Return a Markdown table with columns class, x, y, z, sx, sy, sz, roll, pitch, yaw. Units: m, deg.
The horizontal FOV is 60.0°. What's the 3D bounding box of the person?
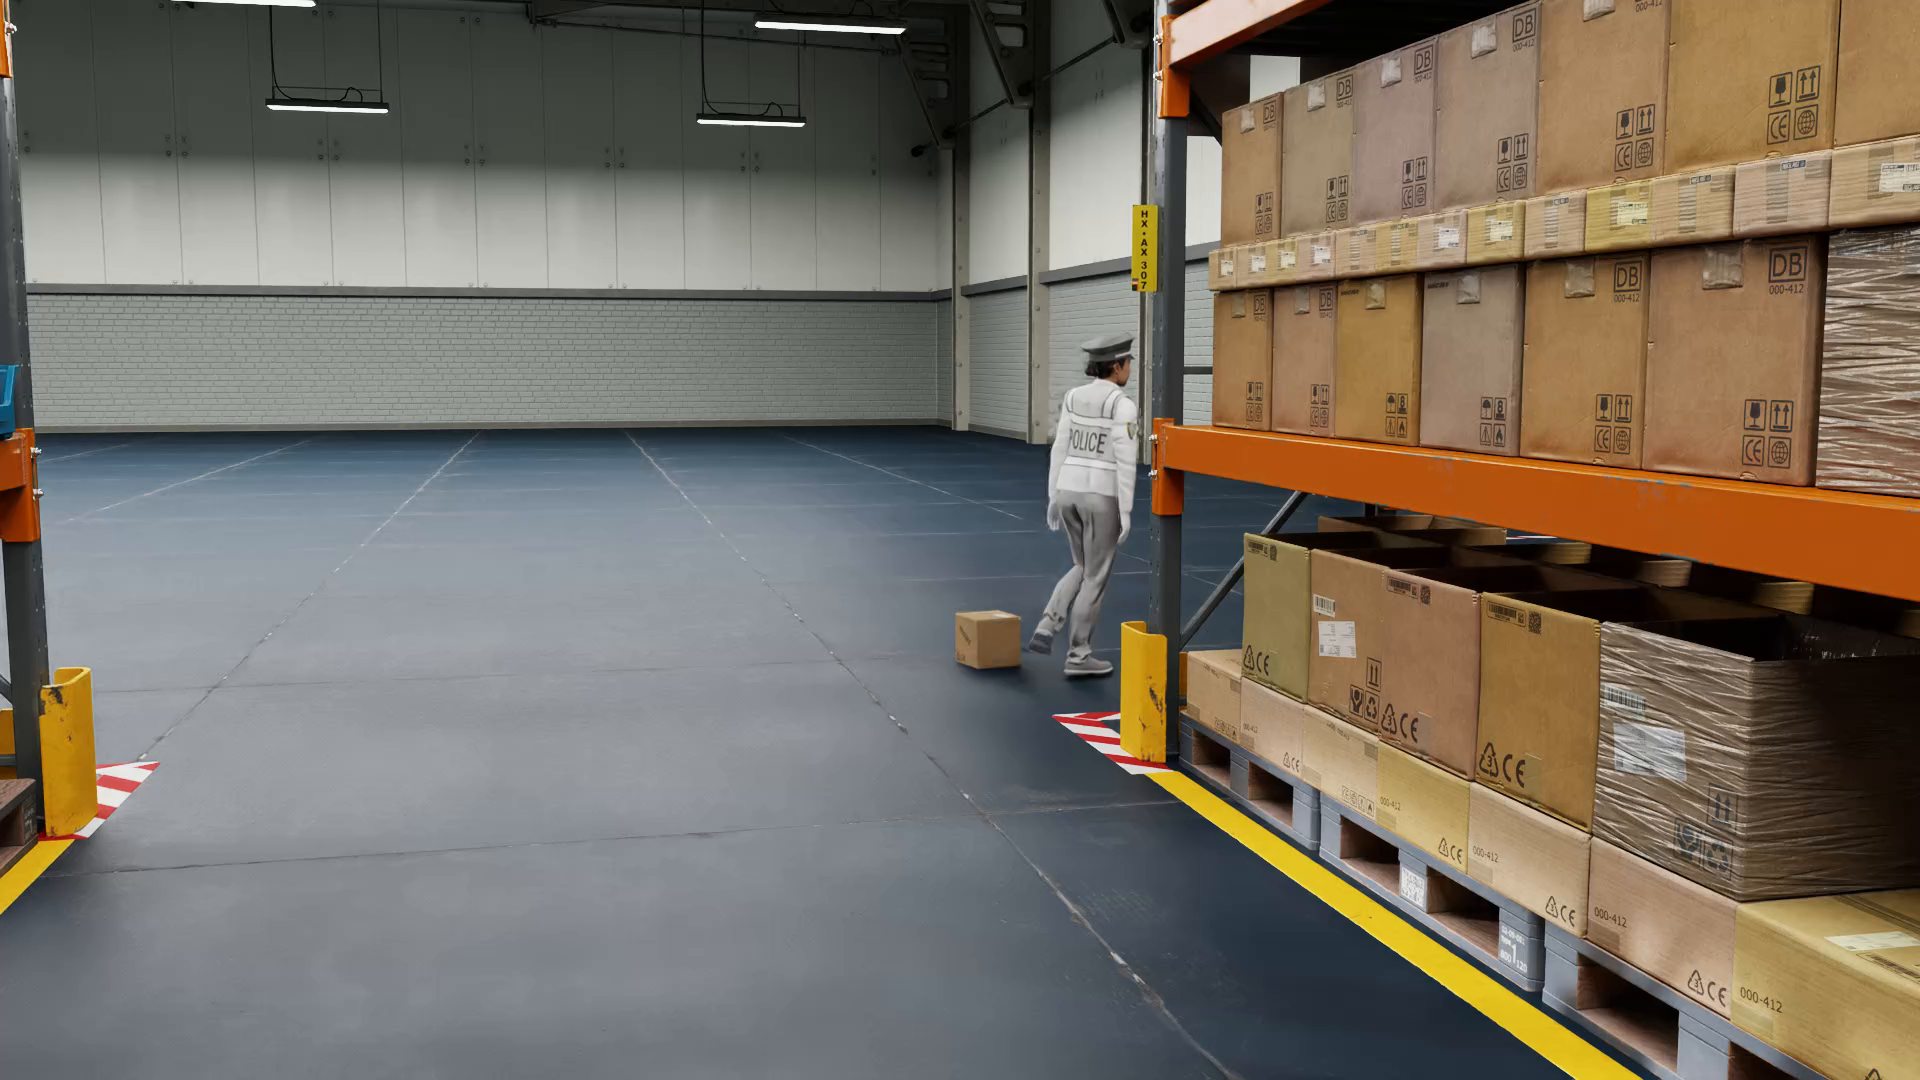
| class | x | y | z | sx | sy | sz | roll | pitch | yaw |
| --- | --- | --- | --- | --- | --- | --- | --- | --- | --- |
| person | 0.621 | -0.168 | 8.077 | 0.468 | 1.672 | 0.532 | -5 | 8 | -40 |
